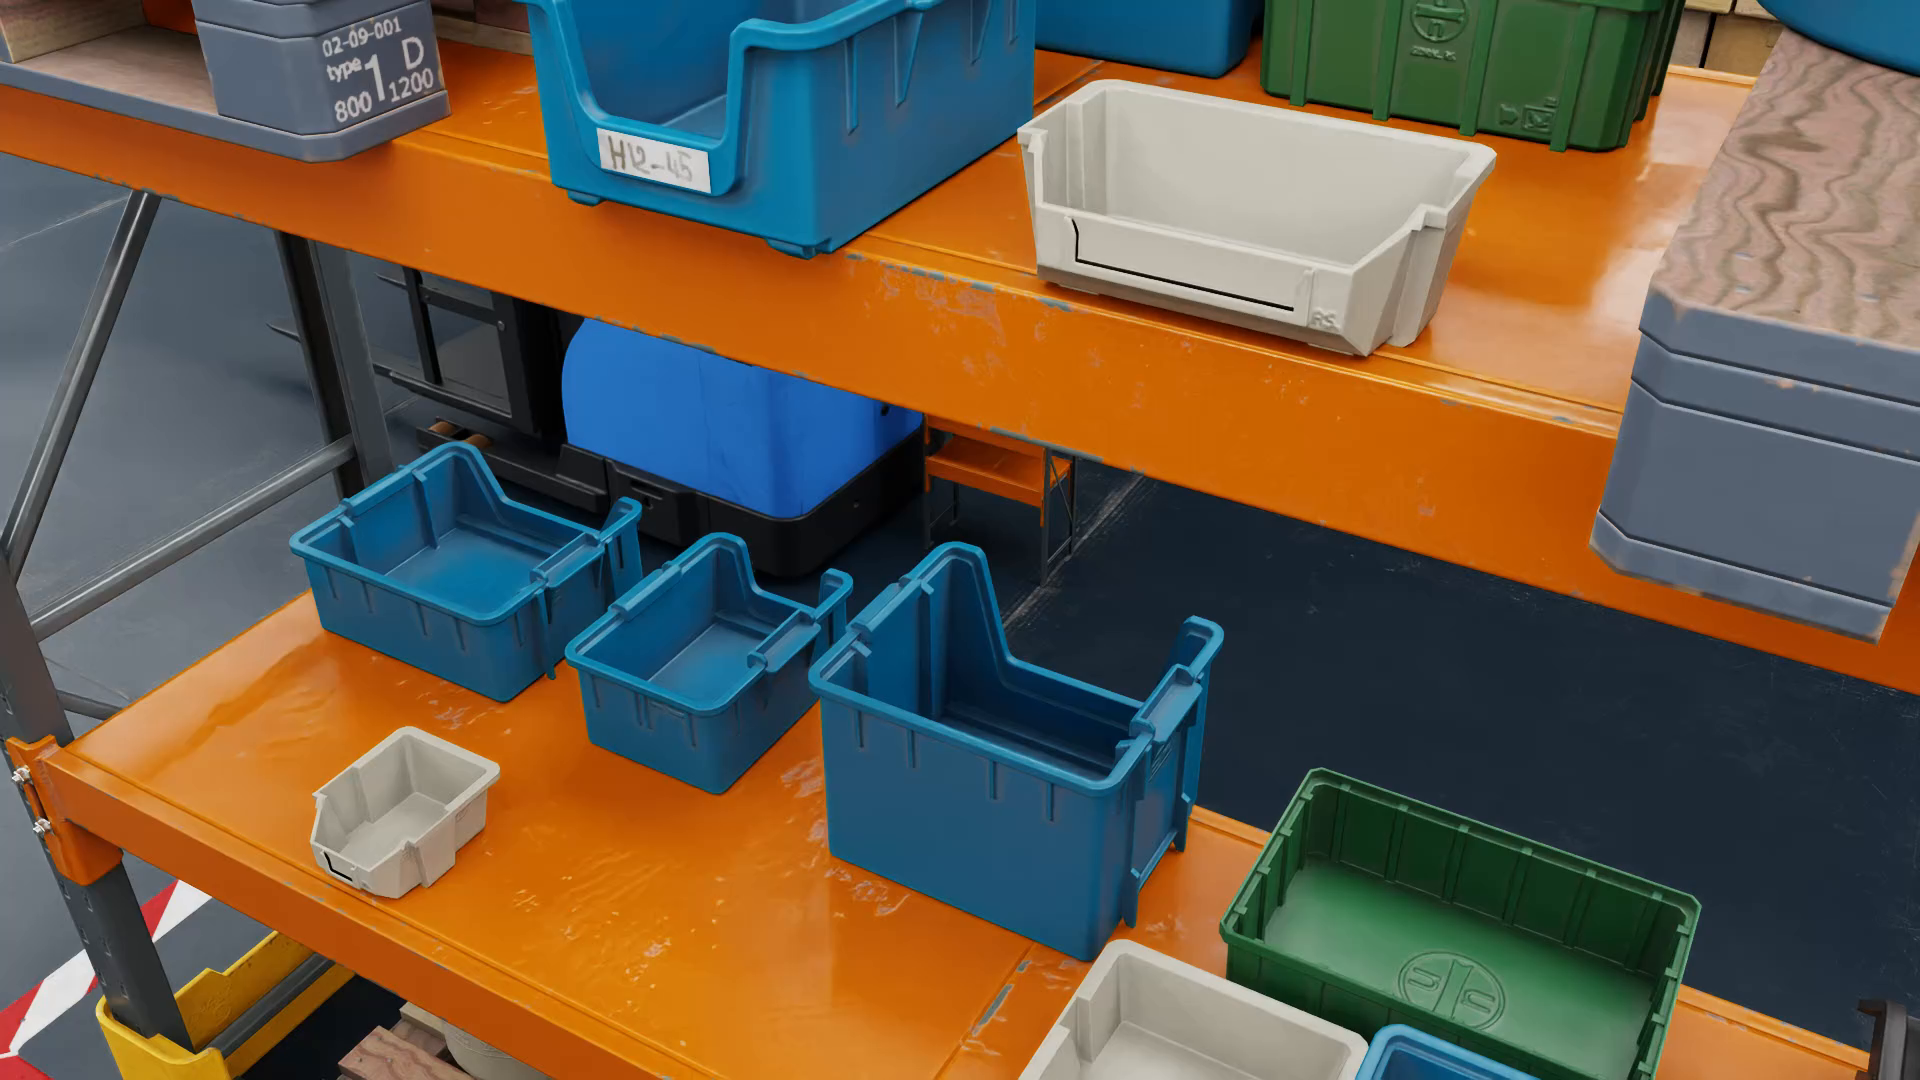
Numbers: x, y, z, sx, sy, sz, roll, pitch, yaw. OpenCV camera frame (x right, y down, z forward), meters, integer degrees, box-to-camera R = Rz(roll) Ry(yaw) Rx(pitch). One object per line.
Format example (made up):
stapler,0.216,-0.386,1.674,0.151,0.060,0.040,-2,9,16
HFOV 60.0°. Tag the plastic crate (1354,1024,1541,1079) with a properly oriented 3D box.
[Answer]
plastic crate,0.748,0.986,2.197,0.616,0.251,0.499,18,37,24

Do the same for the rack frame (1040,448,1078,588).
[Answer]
rack frame,0.356,-0.387,5.748,0.015,1.200,0.240,18,37,24

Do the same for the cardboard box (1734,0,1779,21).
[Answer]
cardboard box,4.945,-1.866,4.487,4.934,1.460,0.703,19,38,26

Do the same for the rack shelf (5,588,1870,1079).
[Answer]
rack shelf,0.107,0.847,2.920,4.000,0.370,1.077,18,37,24

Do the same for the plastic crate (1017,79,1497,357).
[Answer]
plastic crate,0.250,-0.288,1.507,0.396,0.136,0.243,18,37,24

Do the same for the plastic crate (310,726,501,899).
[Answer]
plastic crate,-1.012,0.509,3.018,0.250,0.136,0.298,18,37,24

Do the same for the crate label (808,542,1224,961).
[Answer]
crate label,0.103,0.359,2.972,0.616,0.435,0.502,18,37,24

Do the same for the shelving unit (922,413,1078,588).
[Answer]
shelving unit,0.144,-0.454,5.849,0.503,1.200,0.258,18,37,24

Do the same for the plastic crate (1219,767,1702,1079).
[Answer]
plastic crate,0.805,0.677,2.718,0.662,0.188,0.450,18,37,24

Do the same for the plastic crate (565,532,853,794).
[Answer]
plastic crate,-0.485,0.235,3.325,0.408,0.251,0.499,18,37,24

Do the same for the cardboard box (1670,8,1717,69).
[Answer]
cardboard box,2.576,-1.867,6.258,0.500,0.500,0.700,19,38,26

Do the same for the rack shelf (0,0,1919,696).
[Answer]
rack shelf,0.107,-0.401,2.089,4.000,0.370,1.077,18,37,24

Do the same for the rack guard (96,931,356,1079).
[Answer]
rack guard,-1.540,1.037,4.242,0.348,0.500,1.175,18,37,24

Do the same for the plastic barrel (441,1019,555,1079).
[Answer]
plastic barrel,-1.020,1.003,3.904,0.421,0.512,0.421,0,34,0

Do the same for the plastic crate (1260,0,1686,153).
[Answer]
plastic crate,0.609,-0.627,1.971,0.450,0.188,0.336,18,37,24

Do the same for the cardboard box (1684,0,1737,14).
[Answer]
cardboard box,2.629,-1.990,5.856,0.250,0.149,0.380,19,38,26

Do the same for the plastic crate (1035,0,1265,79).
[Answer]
plastic crate,0.176,-0.864,2.150,0.575,0.384,0.392,18,37,24

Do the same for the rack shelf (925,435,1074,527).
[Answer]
rack shelf,0.144,-0.233,5.996,0.480,0.148,0.258,18,37,24

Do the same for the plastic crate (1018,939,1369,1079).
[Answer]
plastic crate,0.308,0.883,2.456,0.437,0.136,0.530,18,37,24

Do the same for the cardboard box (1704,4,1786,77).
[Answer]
cardboard box,3.022,-1.727,6.047,0.500,0.500,0.700,18,38,25

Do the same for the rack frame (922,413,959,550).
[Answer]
rack frame,-0.068,-0.521,5.950,0.015,1.200,0.240,18,37,24

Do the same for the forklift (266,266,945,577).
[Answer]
forklift,-0.014,-0.816,4.138,7.990,3.703,3.137,19,38,26

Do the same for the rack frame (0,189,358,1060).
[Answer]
rack frame,-1.631,-0.001,3.545,0.053,2.616,0.949,18,37,24

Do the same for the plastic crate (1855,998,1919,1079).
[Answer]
plastic crate,1.452,0.919,2.220,0.504,0.338,0.767,18,37,24

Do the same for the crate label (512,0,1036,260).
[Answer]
crate label,-0.168,-0.515,1.745,0.408,0.251,0.502,18,37,24

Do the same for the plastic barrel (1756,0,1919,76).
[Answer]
plastic barrel,1.033,-0.859,1.297,0.708,0.901,0.600,18,37,24
